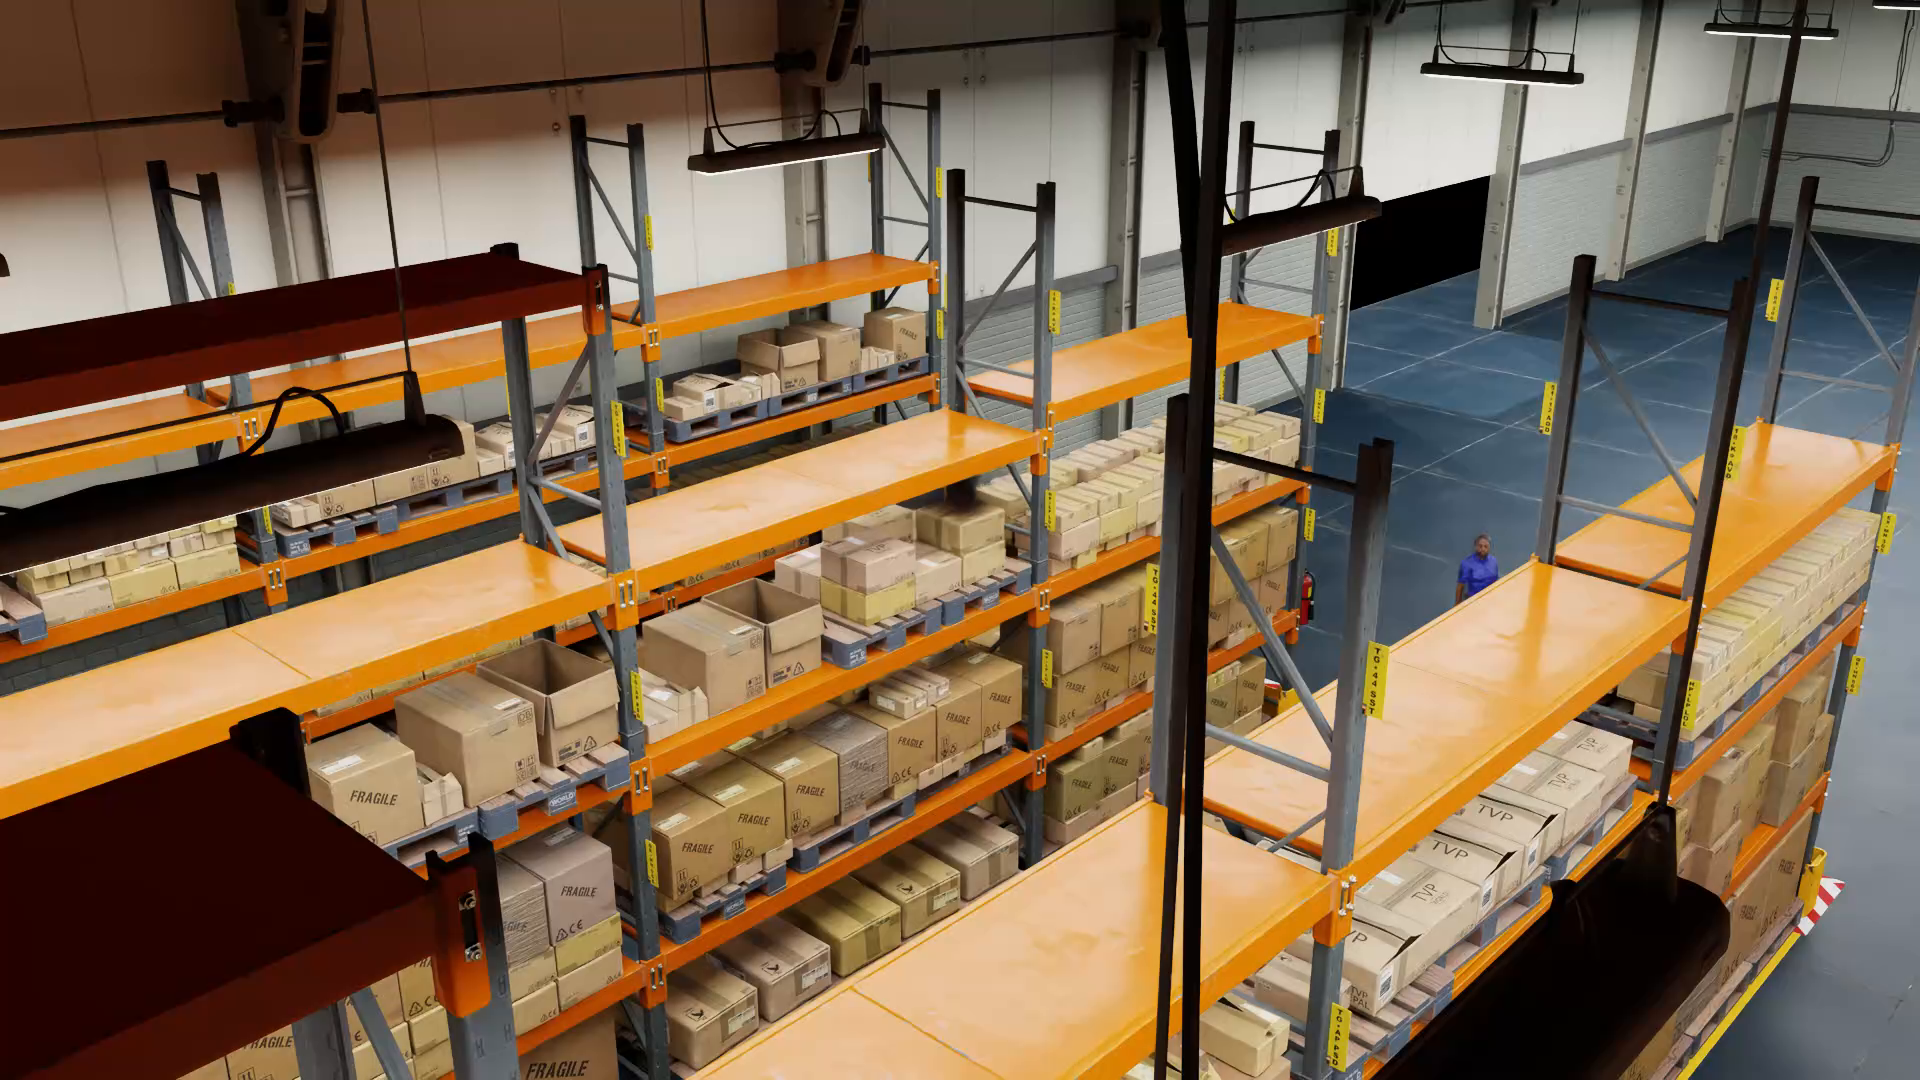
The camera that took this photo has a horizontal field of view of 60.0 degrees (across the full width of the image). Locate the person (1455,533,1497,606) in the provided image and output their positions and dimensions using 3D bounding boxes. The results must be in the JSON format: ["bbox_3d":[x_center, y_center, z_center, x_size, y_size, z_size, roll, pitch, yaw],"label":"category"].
[{"bbox_3d":[5.523,0.715,17.920,0.549,1.682,0.384,-13,25,-30],"label":"person"}]
